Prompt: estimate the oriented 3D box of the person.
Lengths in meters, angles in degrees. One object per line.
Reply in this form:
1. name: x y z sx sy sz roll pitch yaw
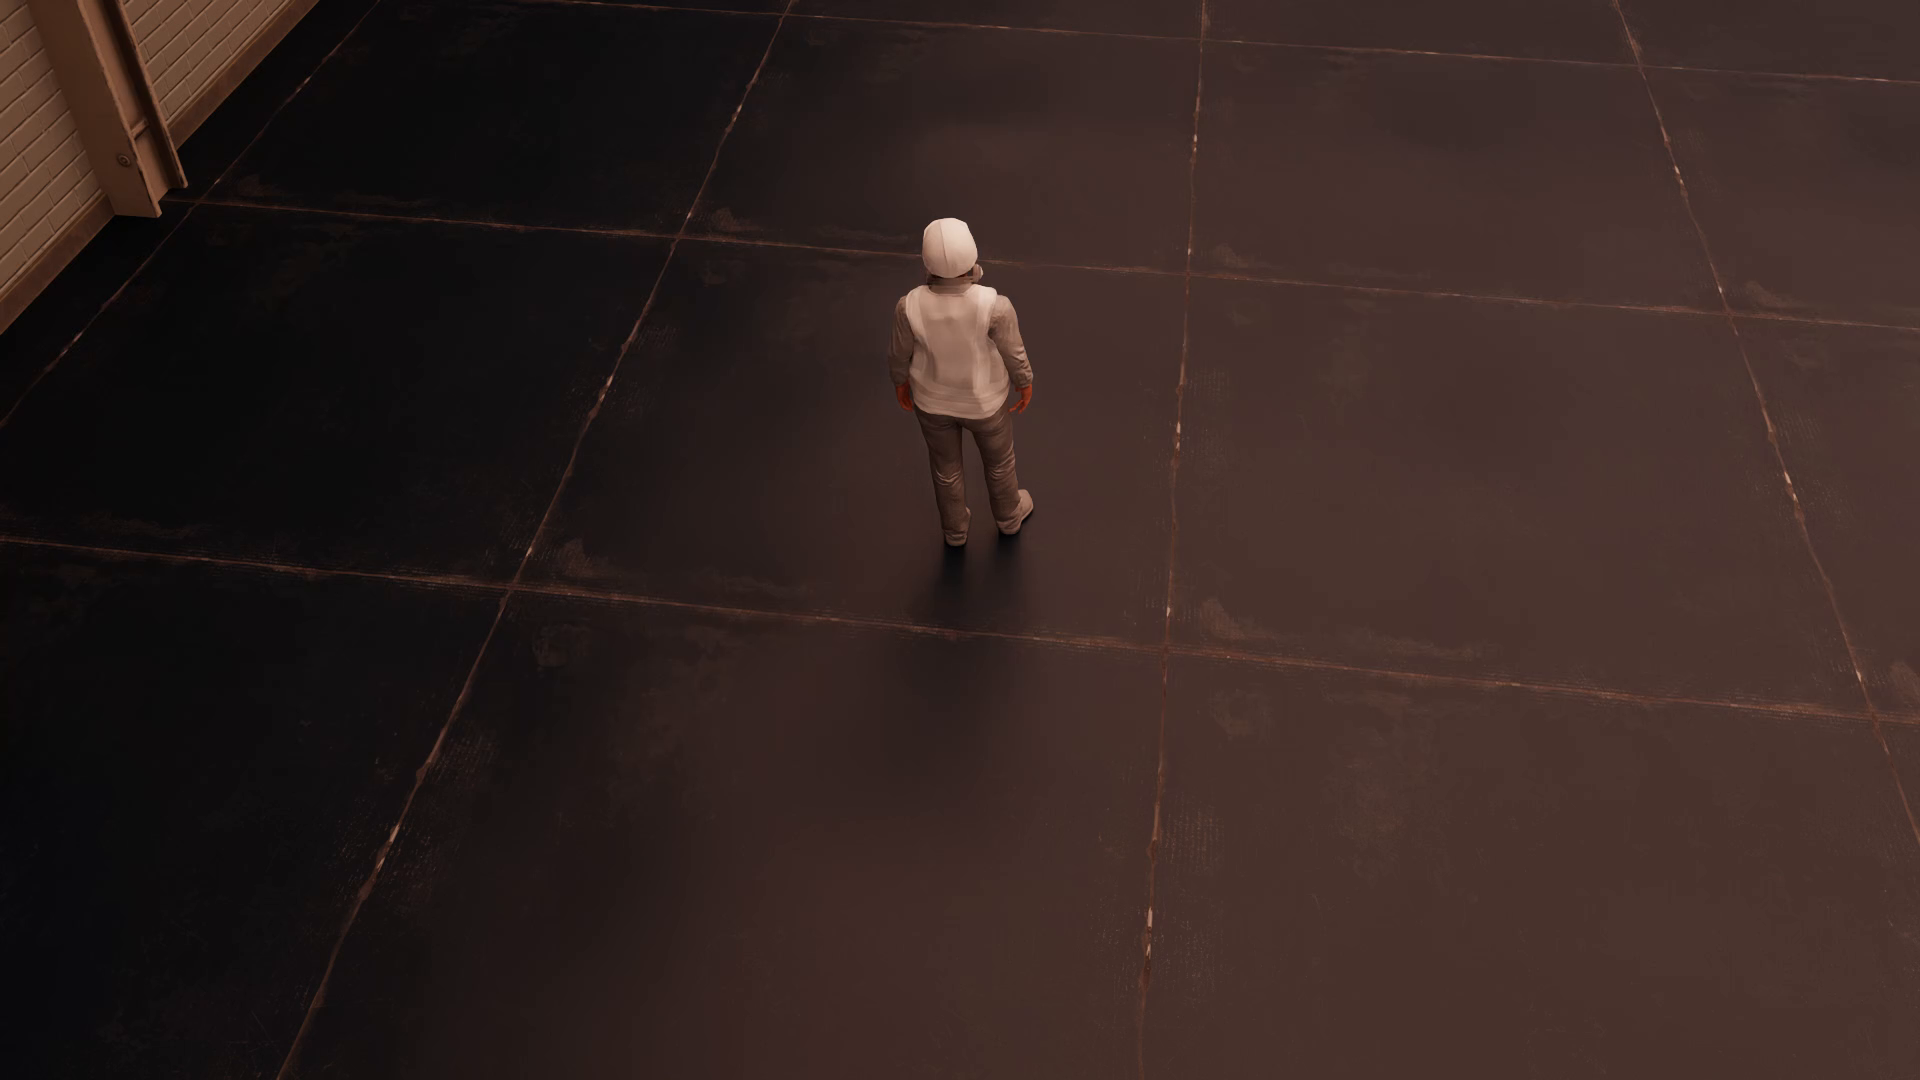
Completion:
1. person: 0.016 -0.699 7.330 0.632 1.773 0.568 5 43 6
